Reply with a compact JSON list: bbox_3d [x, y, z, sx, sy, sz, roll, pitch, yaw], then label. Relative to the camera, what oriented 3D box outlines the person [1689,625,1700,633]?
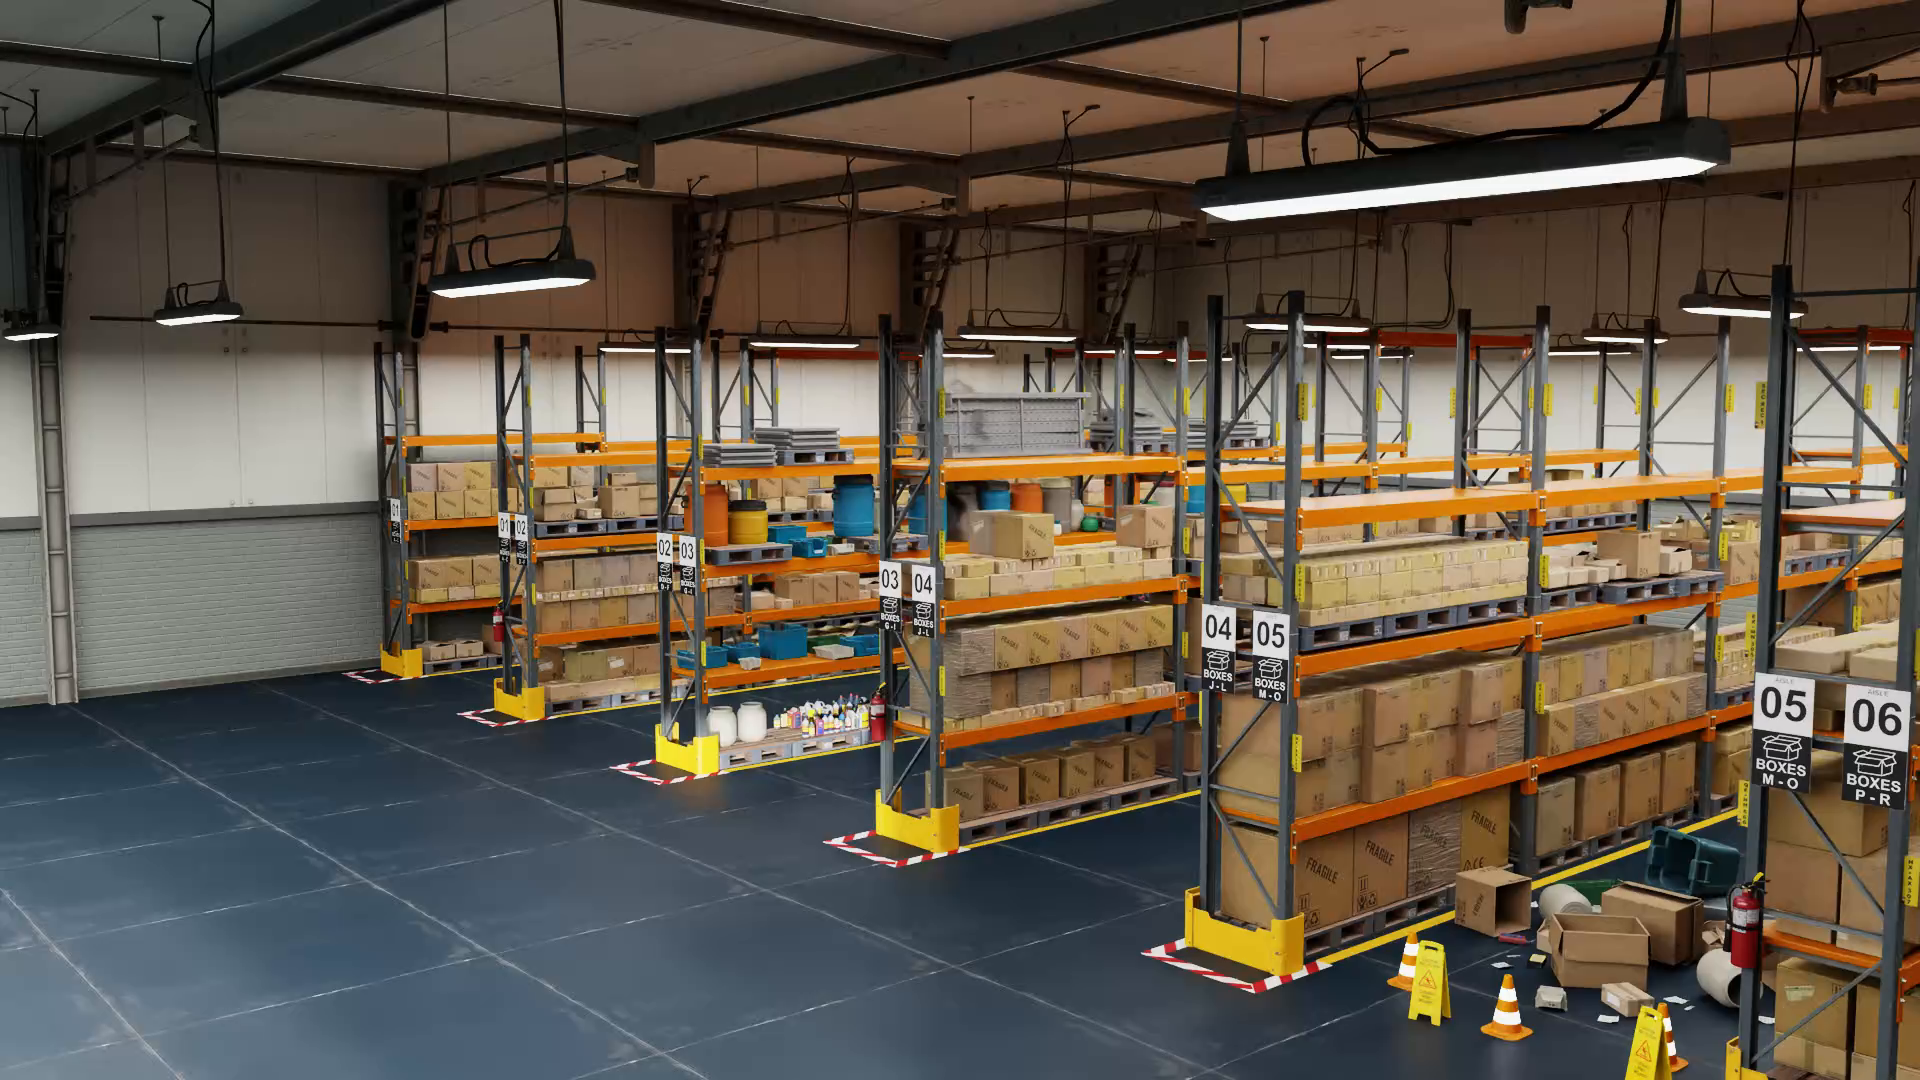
[{"bbox_3d":[10.581,2.096,24.136,0.582,1.743,0.690,-5,7,-44],"label":"person"}]
